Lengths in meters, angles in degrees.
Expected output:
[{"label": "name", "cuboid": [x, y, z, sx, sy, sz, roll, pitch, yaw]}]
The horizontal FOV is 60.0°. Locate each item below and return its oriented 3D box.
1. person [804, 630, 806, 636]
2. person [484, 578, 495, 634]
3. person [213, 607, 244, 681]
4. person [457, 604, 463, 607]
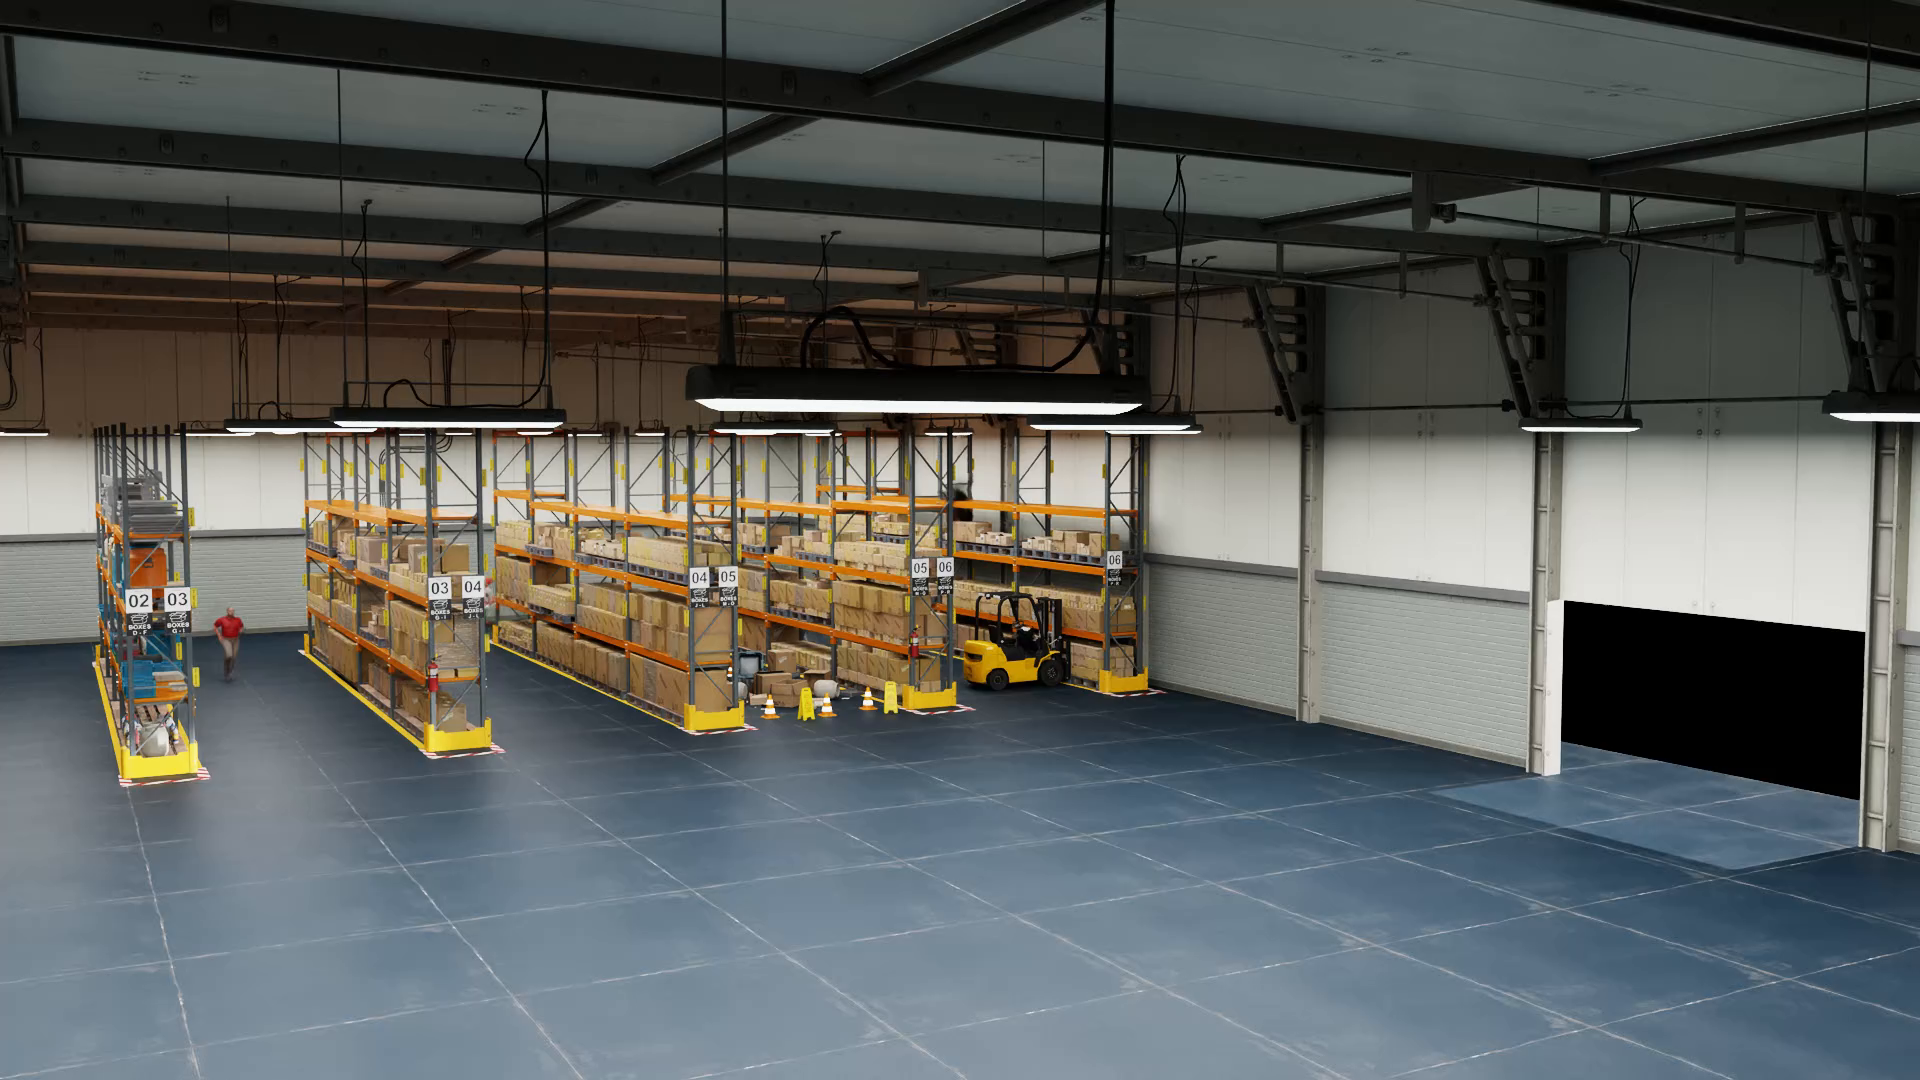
[{"label": "person", "cuboid": [-4.694, 2.065, 47.116, 0.513, 1.595, 0.882, -3, 5, -42]}, {"label": "person", "cuboid": [-13.751, 1.955, 47.824, 0.896, 1.732, 0.720, -2, 4, -25]}, {"label": "person", "cuboid": [-17.390, 2.483, 39.655, 0.635, 1.776, 0.759, -3, 5, -44]}, {"label": "person", "cuboid": [-14.063, 2.108, 45.964, 0.688, 1.721, 0.772, 0, 3, 3]}]
